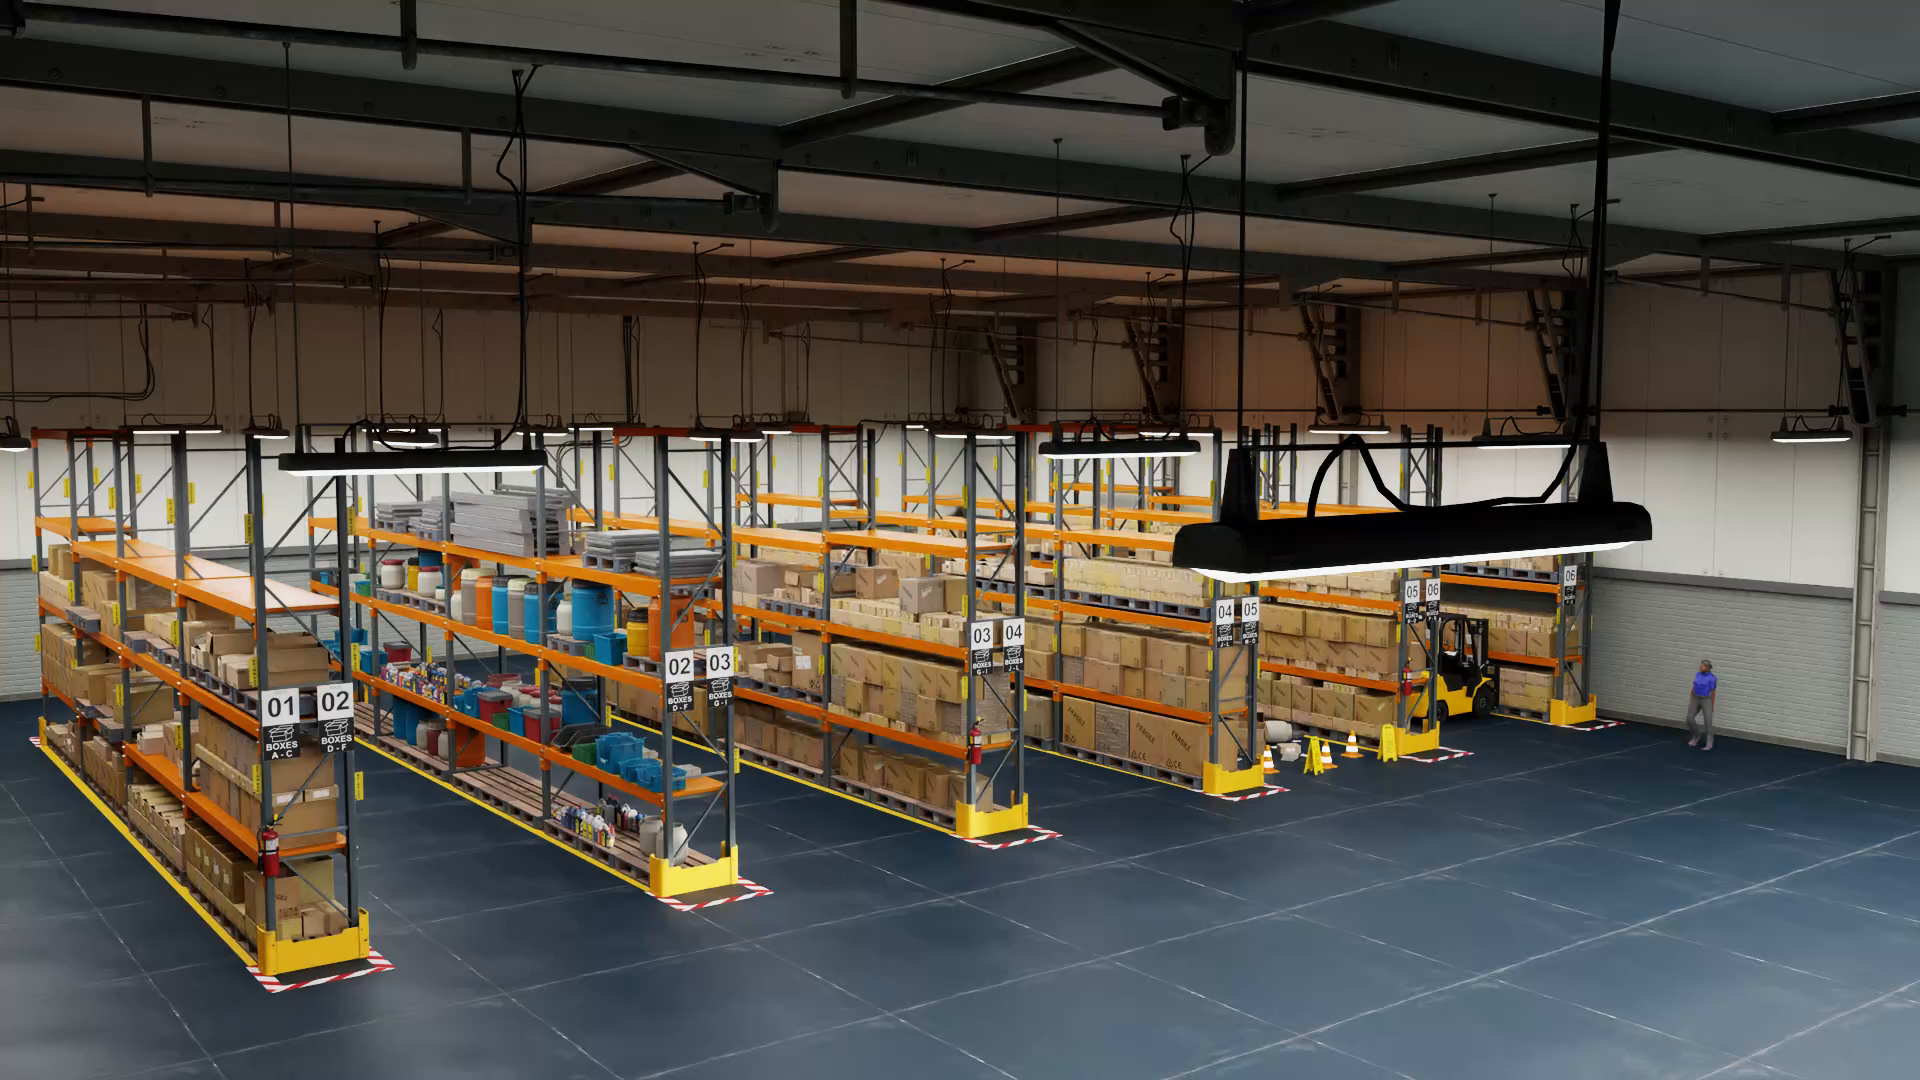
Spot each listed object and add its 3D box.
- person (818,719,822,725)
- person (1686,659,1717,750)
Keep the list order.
[{"bbox_3d":[-2.657,2.959,32.389,0.434,1.853,0.614,-2,5,-20],"label":"person"},{"bbox_3d":[13.872,3.062,31.079,0.407,1.684,0.501,-4,6,-40],"label":"person"}]
